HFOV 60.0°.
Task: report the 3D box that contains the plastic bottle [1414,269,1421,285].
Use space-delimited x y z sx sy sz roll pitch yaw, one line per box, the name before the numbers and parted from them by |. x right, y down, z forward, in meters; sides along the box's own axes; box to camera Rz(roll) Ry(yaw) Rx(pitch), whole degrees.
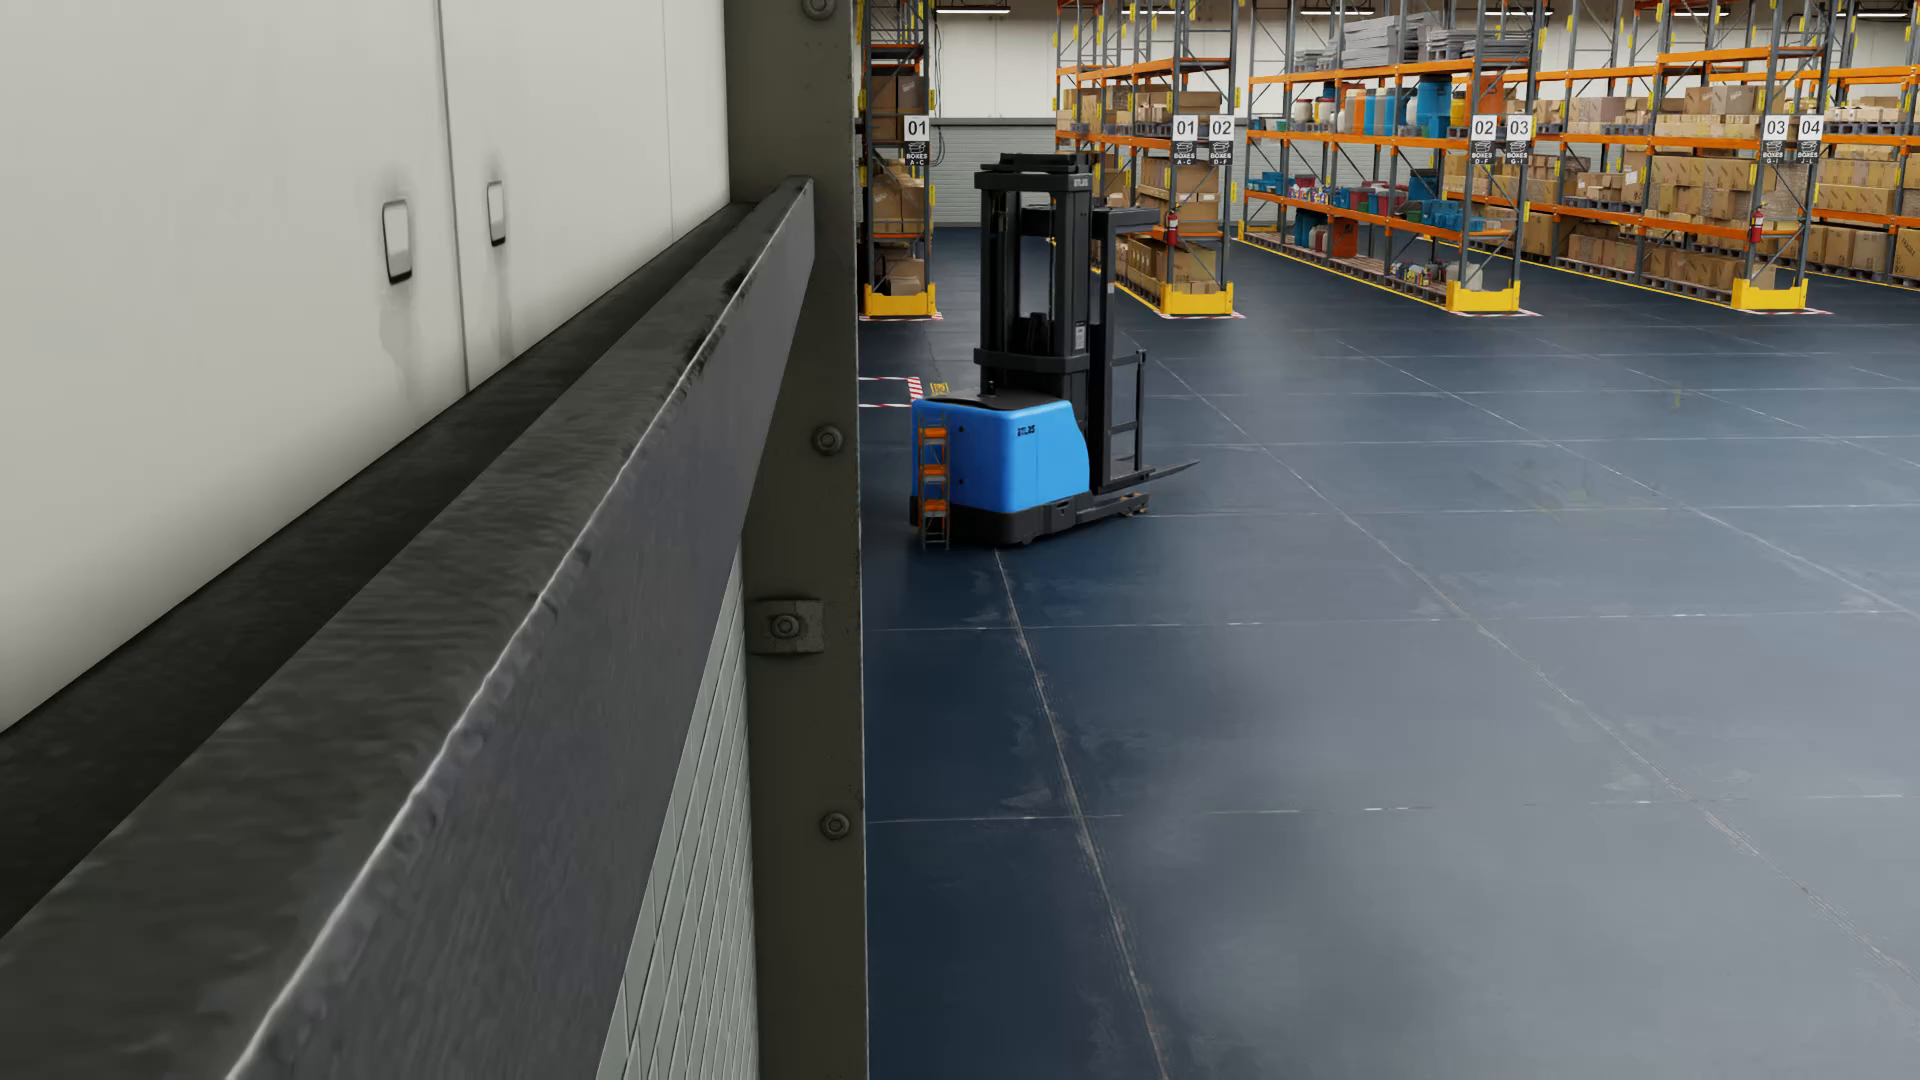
plastic bottle | 8.342 -4.775 30.149 0.152 0.276 0.135 -1 14 -5

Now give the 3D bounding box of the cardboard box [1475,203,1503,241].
cardboard box | 13.129 -7.734 40.488 0.875 0.875 0.875 -1 14 -3

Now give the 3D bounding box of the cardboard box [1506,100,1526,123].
cardboard box | 13.136 -9.955 38.634 0.700 0.500 0.500 -1 14 -2

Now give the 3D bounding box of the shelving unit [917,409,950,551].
shelving unit | -0.201 -0.457 12.696 0.215 1.050 0.252 -2 15 -8

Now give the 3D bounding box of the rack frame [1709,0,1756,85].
rack frame | 18.047 -11.351 39.085 1.000 3.000 0.127 -1 14 -3

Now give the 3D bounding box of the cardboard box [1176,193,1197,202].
cardboard box | 3.732 -5.713 27.707 0.380 0.149 0.250 -1 14 -4

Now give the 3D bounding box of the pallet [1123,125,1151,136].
pallet | 3.630 -7.832 31.811 0.805 0.209 1.217 -1 15 -6

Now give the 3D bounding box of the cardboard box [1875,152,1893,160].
cardboard box | 22.676 -9.193 40.529 0.500 0.500 0.500 -1 14 -4

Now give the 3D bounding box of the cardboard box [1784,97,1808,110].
cardboard box | 18.010 -9.419 35.860 0.396 0.266 0.258 -1 14 -3

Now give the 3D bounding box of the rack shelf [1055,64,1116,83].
rack shelf | 3.078 -11.295 40.317 1.077 0.370 4.000 -1 14 -3

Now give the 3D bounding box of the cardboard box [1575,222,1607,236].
cardboard box | 13.409 -6.599 35.283 0.500 0.250 0.500 0 14 -1

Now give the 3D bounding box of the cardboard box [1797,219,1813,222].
cardboard box | 18.493 -6.982 36.813 0.500 0.250 0.500 -2 15 -6

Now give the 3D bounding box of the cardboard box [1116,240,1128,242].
cardboard box | 3.292 -5.871 33.375 0.500 0.311 0.500 -1 14 -4

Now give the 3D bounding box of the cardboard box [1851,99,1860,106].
cardboard box | 22.708 -10.791 41.685 0.500 0.500 0.500 -1 14 -2

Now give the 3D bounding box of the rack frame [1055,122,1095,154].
rack frame | 2.954 -9.237 42.908 1.000 3.000 0.127 -1 14 -3

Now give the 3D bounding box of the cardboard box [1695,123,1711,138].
cardboard box | 13.456 -7.283 29.593 0.500 0.250 0.500 -1 14 -4

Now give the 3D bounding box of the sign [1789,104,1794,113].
sign | 17.753 -9.146 35.497 0.100 0.325 0.005 -1 14 -3

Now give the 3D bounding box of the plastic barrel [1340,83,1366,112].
plastic barrel | 8.362 -9.328 35.538 0.600 0.830 0.708 -1 14 -3

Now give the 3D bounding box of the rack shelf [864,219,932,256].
rack shelf | -1.122 -5.330 29.164 1.077 0.370 4.000 -1 14 -3

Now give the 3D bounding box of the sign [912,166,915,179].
sign | -0.953 -7.703 34.782 0.100 0.325 0.005 -1 14 -3

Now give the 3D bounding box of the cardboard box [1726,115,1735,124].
cardboard box | 13.440 -7.242 28.636 0.380 0.149 0.250 -1 14 -3

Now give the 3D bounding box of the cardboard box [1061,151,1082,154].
cardboard box | 2.785 -9.401 41.337 0.500 0.500 0.500 -1 14 -3

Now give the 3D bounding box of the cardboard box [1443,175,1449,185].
cardboard box | 12.641 -9.208 42.498 0.500 0.250 0.500 -1 14 -4

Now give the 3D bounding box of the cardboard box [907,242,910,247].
cardboard box | -1.397 -5.994 34.438 0.700 0.500 0.500 -1 14 -3

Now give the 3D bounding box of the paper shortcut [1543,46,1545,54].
paper shortcut | 12.732 -10.693 36.246 0.009 0.170 0.078 9 -17 -6

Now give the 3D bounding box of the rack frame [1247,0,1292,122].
rack frame | 7.899 -12.218 42.454 1.000 3.000 0.127 -1 14 -3

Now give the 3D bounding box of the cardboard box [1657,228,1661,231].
cardboard box | 17.697 -7.813 41.656 0.380 0.149 0.250 -2 15 -6

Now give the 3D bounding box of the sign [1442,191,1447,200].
sign | 9.192 -6.468 31.590 0.100 0.325 0.005 -1 14 -3

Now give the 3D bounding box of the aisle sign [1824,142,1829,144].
aisle sign | 23.038 -10.824 43.858 0.394 0.787 0.004 -1 14 -3

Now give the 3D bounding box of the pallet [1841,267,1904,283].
pallet | 18.419 -5.297 33.188 1.003 0.211 1.213 -1 14 -3

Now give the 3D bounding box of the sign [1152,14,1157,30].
sign | 4.004 -10.692 34.328 0.100 0.325 0.005 -1 14 -3

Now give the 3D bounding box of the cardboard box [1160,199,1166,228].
cardboard box | 3.867 -5.677 28.870 0.700 0.500 0.500 -1 14 -3

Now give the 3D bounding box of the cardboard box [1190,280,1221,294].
cardboard box | 4.135 -4.267 28.264 0.500 0.250 0.500 -1 14 -3

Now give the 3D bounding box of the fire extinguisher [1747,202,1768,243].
fire extinguisher | 13.380 -5.337 27.905 0.296 0.674 0.183 -1 14 -3

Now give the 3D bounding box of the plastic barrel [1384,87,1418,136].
plastic barrel | 8.394 -8.147 31.645 0.600 0.901 0.708 -1 14 -3

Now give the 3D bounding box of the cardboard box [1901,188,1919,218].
cardboard box | 18.577 -6.437 31.725 0.875 0.550 0.550 -1 14 -3

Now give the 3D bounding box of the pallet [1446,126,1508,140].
pallet | 8.936 -6.902 28.191 1.003 0.211 1.213 -1 14 -3

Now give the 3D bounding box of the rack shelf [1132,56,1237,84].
rack shelf | 3.822 -8.119 28.768 1.077 0.370 4.000 -1 14 -3

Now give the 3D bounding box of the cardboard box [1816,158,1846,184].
cardboard box | 18.345 -7.746 34.906 0.700 0.500 0.500 -1 14 -4

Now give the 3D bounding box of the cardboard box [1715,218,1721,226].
cardboard box | 13.554 -5.605 29.295 0.380 0.149 0.250 -1 14 -3

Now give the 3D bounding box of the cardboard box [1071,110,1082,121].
cardboard box | 2.901 -9.981 39.078 0.500 0.250 0.500 -1 14 -3

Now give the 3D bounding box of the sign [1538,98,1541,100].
sign | 13.631 -10.261 39.197 0.100 0.325 0.005 -1 14 -3

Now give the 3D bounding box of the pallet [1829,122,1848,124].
pallet | 22.789 -10.768 43.014 1.003 0.211 1.213 -1 14 -3

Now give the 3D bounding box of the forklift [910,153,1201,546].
forklift | 0.933 -1.681 13.680 1.130 2.935 3.031 12 19 38

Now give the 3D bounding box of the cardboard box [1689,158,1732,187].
cardboard box | 13.465 -6.593 29.826 0.500 0.500 0.500 -1 14 -3

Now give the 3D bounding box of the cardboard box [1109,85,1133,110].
cardboard box | 3.429 -9.342 35.086 0.500 0.500 0.500 -1 14 -3

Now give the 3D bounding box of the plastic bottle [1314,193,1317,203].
plastic bottle | 7.898 -7.577 36.853 0.097 0.201 0.097 0 14 0

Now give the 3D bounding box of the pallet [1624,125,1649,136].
pallet | 13.654 -7.922 32.152 1.213 0.211 1.003 -1 14 -3

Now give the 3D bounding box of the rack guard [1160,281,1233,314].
rack guard | 3.947 -4.041 27.731 1.175 0.500 0.348 -1 14 -3

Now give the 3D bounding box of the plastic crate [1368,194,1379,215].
plastic crate | 8.263 -6.590 32.652 0.392 0.384 0.575 -1 14 -3

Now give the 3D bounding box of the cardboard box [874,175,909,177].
cardboard box | -1.355 -7.005 33.150 0.700 0.500 0.500 -1 14 -3

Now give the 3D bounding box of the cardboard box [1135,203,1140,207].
cardboard box | 3.624 -6.302 31.801 0.500 0.250 0.500 0 14 0

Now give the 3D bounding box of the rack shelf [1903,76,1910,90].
rack shelf | 23.105 -10.413 37.686 1.077 0.370 4.000 -1 14 -3

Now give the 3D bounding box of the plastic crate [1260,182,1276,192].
plastic crate | 7.685 -8.792 41.394 0.416 0.233 0.300 -1 14 -3
